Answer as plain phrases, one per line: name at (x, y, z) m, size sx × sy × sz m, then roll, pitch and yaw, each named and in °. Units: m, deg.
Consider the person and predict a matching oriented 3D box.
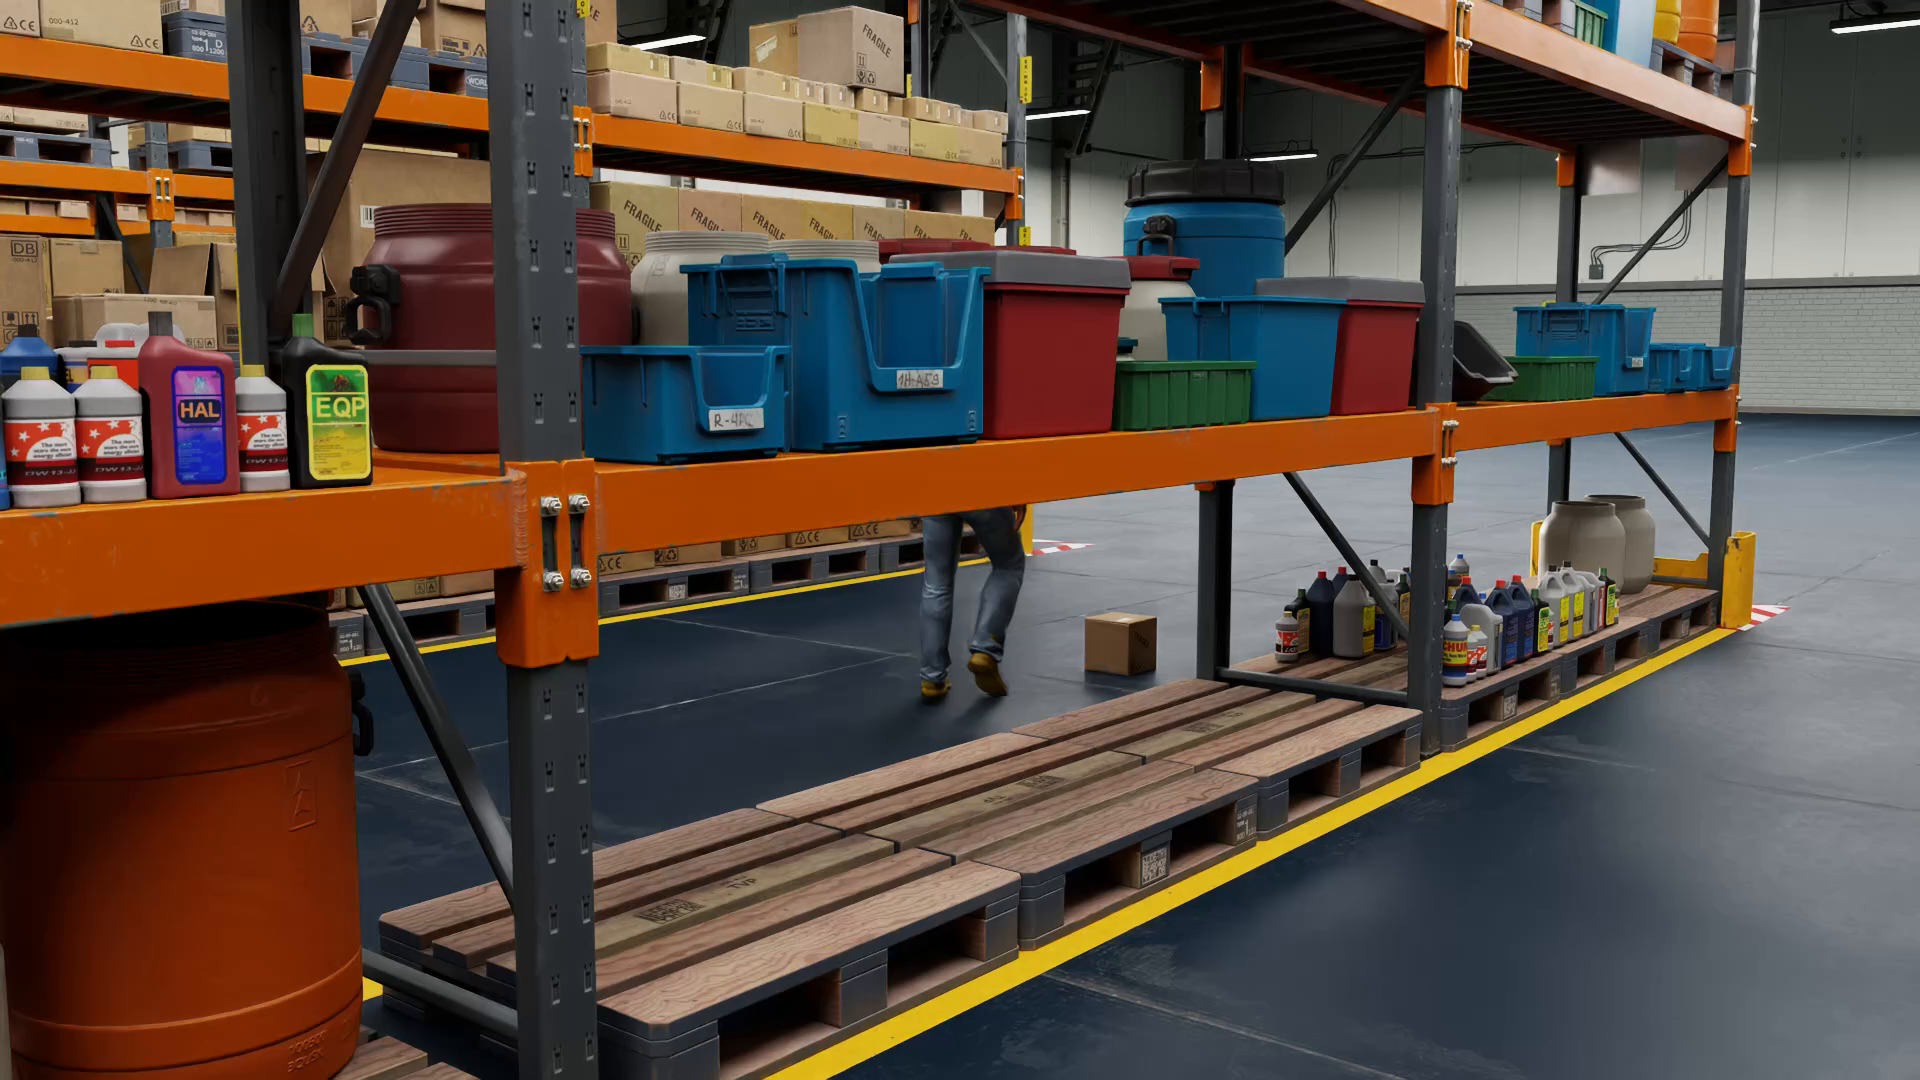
person at (0.027, -0.194, 7.237) m, size 0.619 × 1.797 × 0.483 m, roll 2°, pitch 7°, yaw 18°
